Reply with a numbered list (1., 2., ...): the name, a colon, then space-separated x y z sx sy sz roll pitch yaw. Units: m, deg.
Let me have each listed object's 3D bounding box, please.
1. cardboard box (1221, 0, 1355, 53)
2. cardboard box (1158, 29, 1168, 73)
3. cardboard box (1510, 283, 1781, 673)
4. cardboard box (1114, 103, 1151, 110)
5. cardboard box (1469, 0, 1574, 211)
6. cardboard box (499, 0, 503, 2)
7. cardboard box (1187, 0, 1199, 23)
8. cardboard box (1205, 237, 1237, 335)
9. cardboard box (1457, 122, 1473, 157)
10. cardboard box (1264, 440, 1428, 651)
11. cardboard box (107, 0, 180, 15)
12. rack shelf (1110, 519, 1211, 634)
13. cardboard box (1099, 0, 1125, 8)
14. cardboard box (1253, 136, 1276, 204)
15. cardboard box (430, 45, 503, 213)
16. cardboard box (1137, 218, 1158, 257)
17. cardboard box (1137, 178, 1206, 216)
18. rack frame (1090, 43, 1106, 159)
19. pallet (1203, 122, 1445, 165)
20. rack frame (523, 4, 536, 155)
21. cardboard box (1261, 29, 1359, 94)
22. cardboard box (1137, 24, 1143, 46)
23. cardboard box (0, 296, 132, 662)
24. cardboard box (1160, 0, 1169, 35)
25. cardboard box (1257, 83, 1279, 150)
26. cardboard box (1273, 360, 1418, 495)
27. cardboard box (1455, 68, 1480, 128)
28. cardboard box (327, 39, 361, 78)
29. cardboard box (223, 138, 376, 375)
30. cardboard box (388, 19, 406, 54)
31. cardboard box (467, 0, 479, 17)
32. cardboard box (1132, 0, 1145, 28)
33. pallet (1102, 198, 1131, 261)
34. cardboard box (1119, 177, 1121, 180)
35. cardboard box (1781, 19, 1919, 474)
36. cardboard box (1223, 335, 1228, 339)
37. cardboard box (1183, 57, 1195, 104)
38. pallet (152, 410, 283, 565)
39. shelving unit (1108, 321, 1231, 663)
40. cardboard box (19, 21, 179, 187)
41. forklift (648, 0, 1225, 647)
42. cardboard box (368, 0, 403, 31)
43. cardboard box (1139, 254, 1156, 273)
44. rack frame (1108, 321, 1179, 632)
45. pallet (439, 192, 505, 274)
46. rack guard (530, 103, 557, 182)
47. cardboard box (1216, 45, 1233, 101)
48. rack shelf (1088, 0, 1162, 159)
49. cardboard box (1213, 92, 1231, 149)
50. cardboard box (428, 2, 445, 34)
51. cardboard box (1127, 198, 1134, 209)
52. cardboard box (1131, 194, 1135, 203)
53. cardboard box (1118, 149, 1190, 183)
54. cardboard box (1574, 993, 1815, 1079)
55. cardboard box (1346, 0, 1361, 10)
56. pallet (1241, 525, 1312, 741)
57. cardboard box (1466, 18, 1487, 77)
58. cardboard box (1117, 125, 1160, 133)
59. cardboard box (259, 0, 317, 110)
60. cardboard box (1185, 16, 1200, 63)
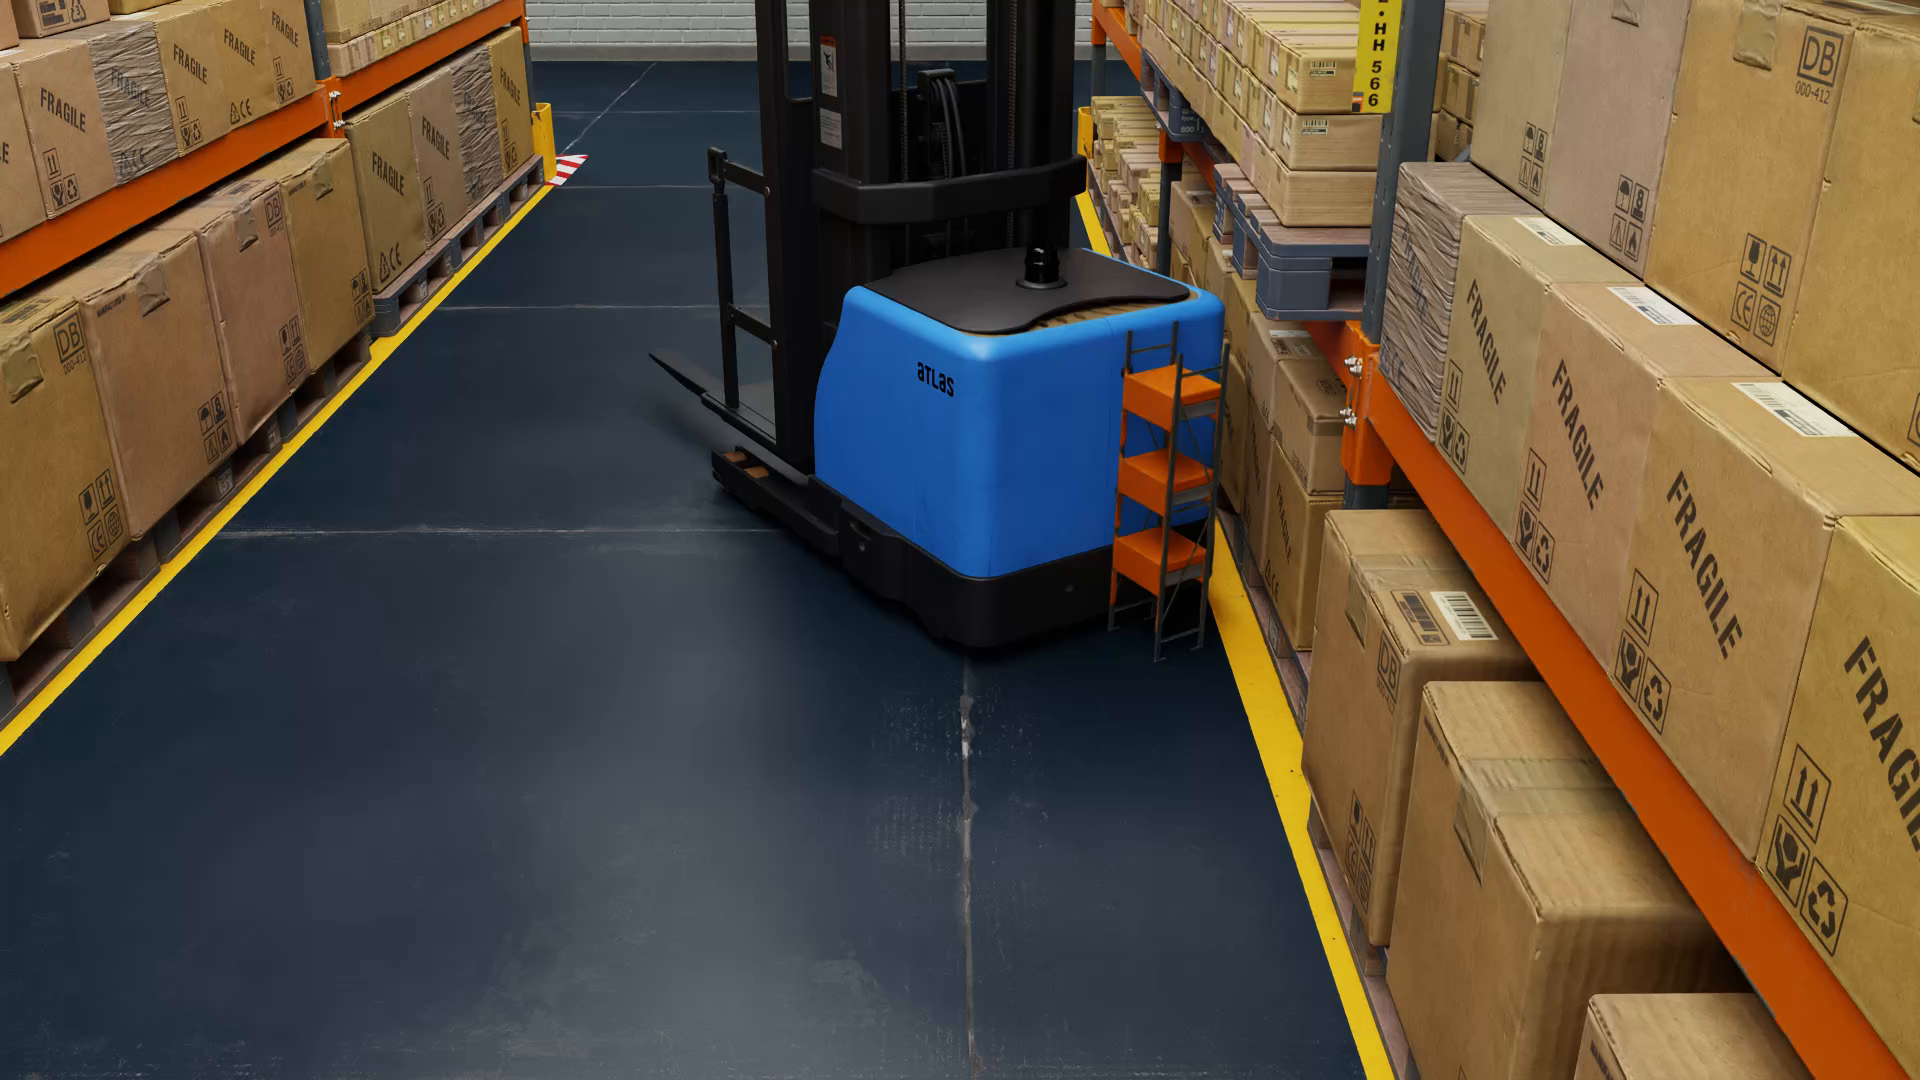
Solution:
1. cardboard box: 1.045 -1.641 5.311 0.380 0.149 0.250 0 24 -1
2. cardboard box: 1.024 -2.015 6.862 0.380 0.149 0.250 0 24 0
3. cardboard box: 1.264 -0.114 2.741 0.500 0.500 0.500 0 24 -1
4. cardboard box: 1.218 -2.801 11.032 0.380 0.149 0.250 0 24 0
5. cardboard box: 1.511 -0.988 3.460 0.700 0.500 0.500 0 24 -1
6. cardboard box: -3.195 -3.621 10.921 0.380 0.149 0.250 0 24 0
7. cardboard box: 1.031 -1.971 6.041 0.380 0.149 0.250 1 24 1
8. cardboard box: 1.225 -0.979 6.388 0.500 0.250 0.500 1 24 1
9. cardboard box: 1.706 -1.156 4.961 0.380 0.149 0.250 1 24 2
10. cardboard box: 1.247 0.006 5.121 0.500 0.500 0.500 0 24 -1
11. cardboard box: -3.478 -2.296 6.348 0.797 0.503 0.637 0 24 0
12. rack shelf: 0.650 0.116 5.411 0.215 0.259 0.240 -15 30 -30
13. cardboard box: 1.098 -3.503 10.661 0.380 0.149 0.250 -1 24 -2
14. cardboard box: 1.050 -1.052 4.732 0.380 0.149 0.250 0 24 -1
15. cardboard box: -3.436 -2.573 10.367 0.875 0.875 0.875 0 24 -1
16. cardboard box: 1.135 -1.588 8.710 0.380 0.149 0.250 -1 24 -3
17. cardboard box: 1.155 -1.837 8.899 0.380 0.149 0.250 0 24 -1
18. rack frame: 1.428 -3.968 11.384 1.000 3.000 0.127 0 24 -1
19. pallet: 1.453 -1.400 5.938 1.003 0.211 1.213 0 24 -1
20. rack frame: -3.532 -3.988 11.427 1.000 3.000 0.127 0 24 -1
21. cardboard box: 1.051 -1.323 4.609 0.380 0.149 0.250 -1 24 -1
22. cardboard box: 1.169 -2.757 9.010 0.380 0.149 0.250 -1 24 -3
23. cardboard box: -3.432 -0.199 5.119 1.225 0.875 0.875 -1 24 -3
24. cardboard box: 1.024 -2.155 6.809 0.380 0.149 0.250 0 24 1
25. cardboard box: 1.050 -1.196 4.688 0.380 0.149 0.250 1 24 1
26. cardboard box: 1.246 -0.347 4.990 0.500 0.250 0.500 -1 24 -2
27. cardboard box: 1.700 -1.306 4.932 0.380 0.149 0.250 -1 24 -2
28. cardboard box: -3.159 -2.348 8.107 0.380 0.149 0.250 0 24 0
29. cardboard box: -3.462 -1.299 7.551 1.225 0.875 0.875 0 24 0
30. cardboard box: -3.170 -2.674 8.826 0.380 0.149 0.250 -1 24 -2
31. cardboard box: -3.187 -3.307 10.227 0.380 0.149 0.250 -1 24 -2
32. cardboard box: 1.180 -2.913 8.569 0.500 0.500 0.500 -1 24 -2
33. pallet: 1.413 -1.830 10.041 1.003 0.211 1.213 0 24 -1
34. cardboard box: 1.199 -2.223 10.476 0.380 0.149 0.250 0 24 0
35. cardboard box: 1.531 -0.358 2.066 0.700 0.500 0.500 0 24 -1
36. cardboard box: 1.241 -0.633 6.534 0.500 0.500 0.500 0 24 0
37. cardboard box: 1.036 -1.695 6.152 0.380 0.149 0.250 -1 24 -2
38. pallet: -3.389 -0.247 6.541 1.003 0.211 1.213 0 24 -1
39. shelving unit: 0.655 -0.144 5.286 0.215 1.050 0.252 -15 30 -30
40. cardboard box: -3.199 -1.568 5.955 0.500 0.500 0.500 0 24 0
41. forklift: -0.335 -1.552 6.124 1.130 2.935 3.031 -15 28 -29
42. cardboard box: -3.232 -2.806 8.636 0.500 0.250 0.500 0 24 -1
43. cardboard box: 1.127 -1.373 8.595 0.380 0.149 0.250 0 24 0
44. rack frame: 0.589 -0.190 5.377 0.200 1.050 0.008 -15 30 -30
45. pallet: -3.435 -1.887 10.165 1.003 0.211 1.213 0 24 -1
46. rack guard: -3.533 -2.859 11.964 1.175 0.500 0.348 0 24 -1
47. cardboard box: 1.042 -1.510 5.383 0.380 0.149 0.250 0 24 -1
48. rack shelf: 1.450 -2.817 9.710 1.077 0.370 4.000 0 24 -1
49. cardboard box: 1.043 -1.372 5.439 0.380 0.149 0.250 -1 24 -3
50. cardboard box: -3.178 -2.991 9.528 0.380 0.149 0.250 -1 24 -2
51. cardboard box: 1.180 -1.907 9.776 0.380 0.149 0.250 0 24 0
52. cardboard box: 1.205 -2.017 9.660 0.380 0.149 0.250 -1 24 -3
53. cardboard box: 1.120 -2.166 9.628 0.380 0.149 0.250 -1 24 -2
54. cardboard box: 1.456 1.157 2.272 1.050 0.750 0.750 0 24 -1
55. cardboard box: 1.678 -2.077 6.275 0.380 0.149 0.250 -1 24 -2
56. pallet: 1.509 0.277 5.382 1.003 0.211 1.213 0 24 -1
57. cardboard box: 1.700 -1.423 4.830 0.380 0.149 0.250 0 24 -1
58. cardboard box: 1.171 -2.481 10.323 0.380 0.149 0.250 1 24 2
59. cardboard box: -3.211 -2.194 7.339 0.500 0.500 0.500 0 24 0
60. cardboard box: 1.036 -1.828 6.085 0.380 0.149 0.250 -1 24 -1
